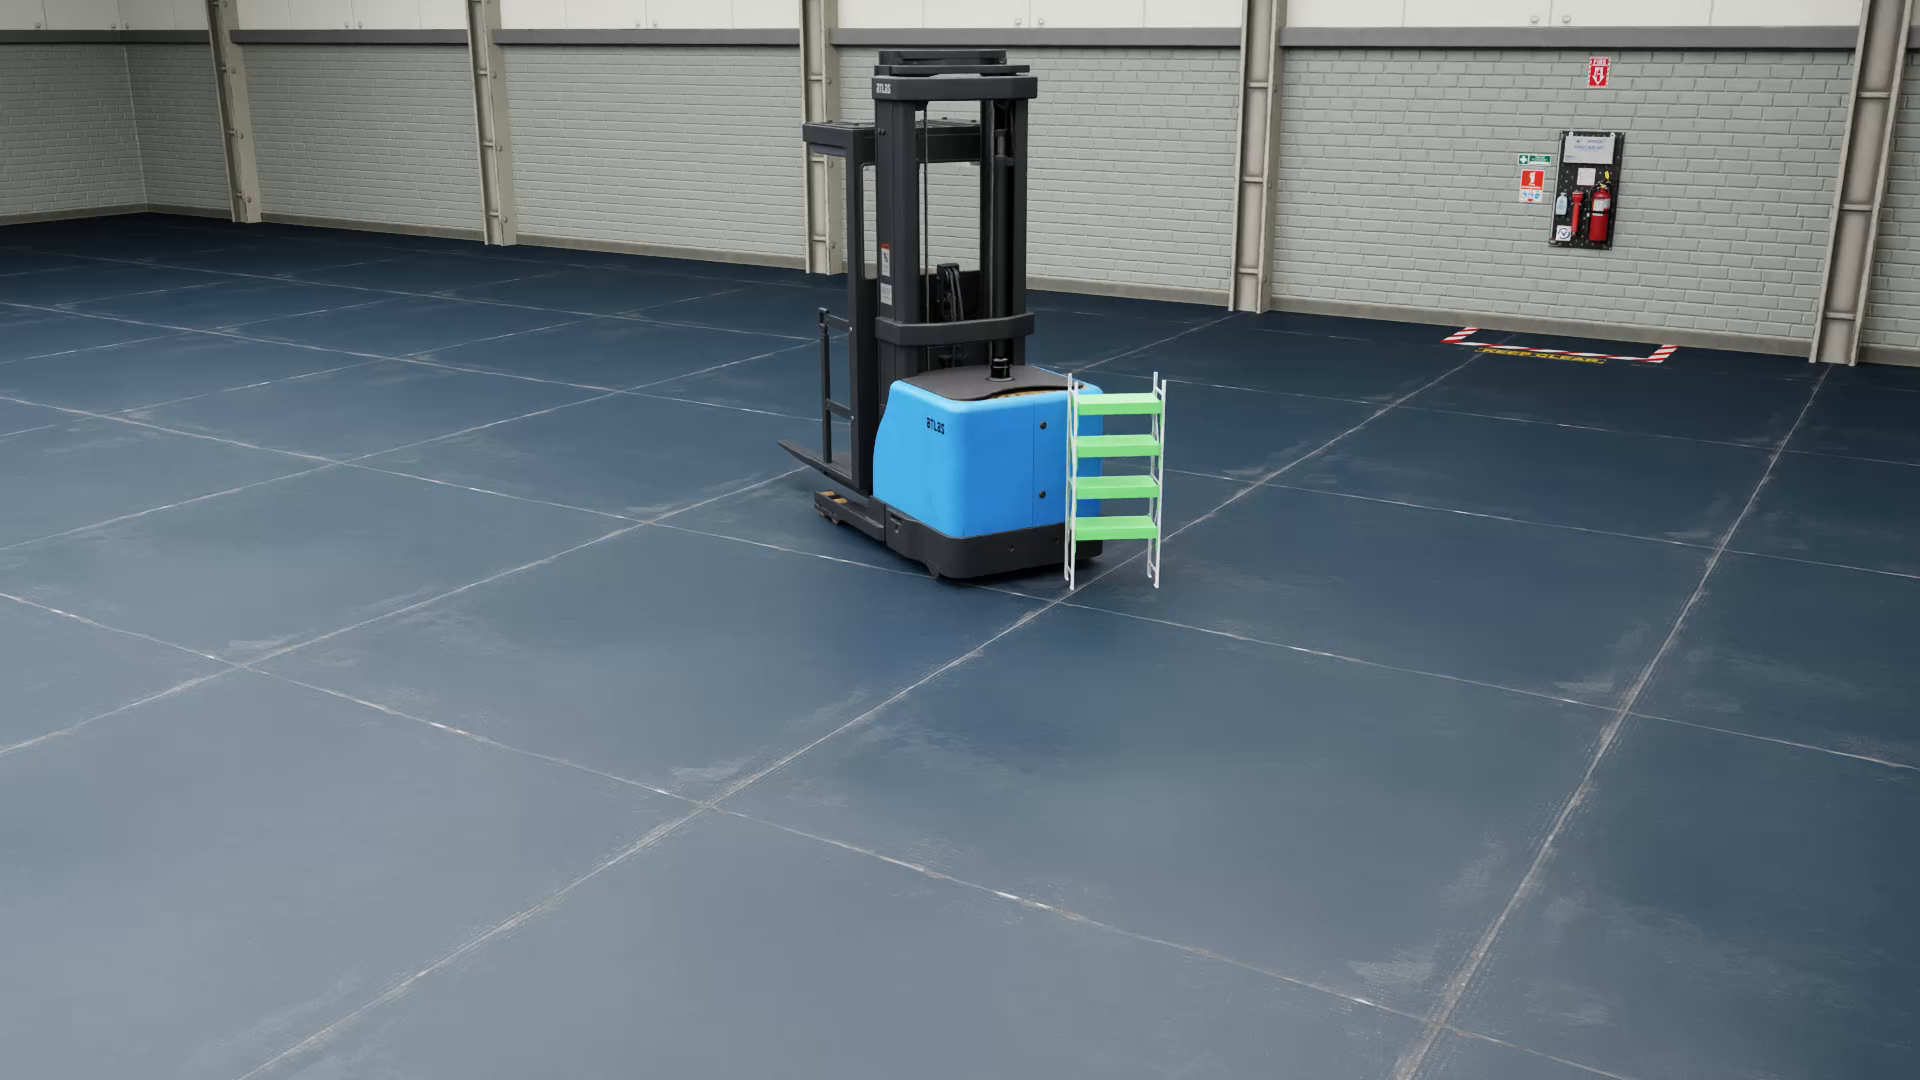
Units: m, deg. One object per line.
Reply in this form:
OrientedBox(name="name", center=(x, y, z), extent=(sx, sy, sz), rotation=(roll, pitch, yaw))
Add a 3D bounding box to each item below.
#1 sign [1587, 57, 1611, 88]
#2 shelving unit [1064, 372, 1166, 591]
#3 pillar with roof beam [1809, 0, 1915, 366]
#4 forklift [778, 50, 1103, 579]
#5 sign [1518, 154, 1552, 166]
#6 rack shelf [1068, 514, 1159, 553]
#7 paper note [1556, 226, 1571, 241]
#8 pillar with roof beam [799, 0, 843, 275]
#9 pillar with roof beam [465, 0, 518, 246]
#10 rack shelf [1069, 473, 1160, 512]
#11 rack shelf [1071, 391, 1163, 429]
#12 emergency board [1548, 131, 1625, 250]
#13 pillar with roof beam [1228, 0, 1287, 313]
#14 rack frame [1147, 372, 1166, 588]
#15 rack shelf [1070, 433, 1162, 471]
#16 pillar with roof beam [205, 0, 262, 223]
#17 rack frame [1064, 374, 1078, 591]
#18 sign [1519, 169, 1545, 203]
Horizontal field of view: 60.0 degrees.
OrientedBox(name="sign", center=(6.389, -4.677, 16.630), extent=(0.199, 0.298, 0.001), rotation=(10, 20, 30))
OrientedBox(name="shelving unit", center=(0.869, -0.329, 9.401), extent=(0.503, 1.200, 0.258), rotation=(-2, 17, -5))
OrientedBox(name="pillar with roof beam", center=(6.176, -4.961, 11.232), extent=(0.400, 9.000, 9.100), rotation=(10, 20, 30))
OrientedBox(name="forklift", center=(-0.298, -1.563, 10.482), extent=(1.130, 2.935, 3.031), rotation=(-9, 19, -27))
OrientedBox(name="sign", center=(5.926, -3.920, 17.151), extent=(0.331, 0.109, 0.001), rotation=(10, 20, 30))
OrientedBox(name="rack shelf", center=(0.869, -0.039, 9.489), extent=(0.480, 0.148, 0.258), rotation=(-2, 17, -5))
OrientedBox(name="paper note", center=(6.229, -3.165, 17.155), extent=(0.142, 0.148, 0.016), rotation=(10, 20, 30))
OrientedBox(name="pillar with roof beam", center=(-4.049, -6.787, 17.241), extent=(0.400, 9.000, 9.100), rotation=(10, 20, 30))
OrientedBox(name="pillar with roof beam", center=(-9.162, -7.699, 20.245), extent=(0.400, 9.000, 9.100), rotation=(10, 20, 30))
OrientedBox(name="rack shelf", center=(0.869, -0.268, 9.419), extent=(0.480, 0.148, 0.258), rotation=(-2, 17, -5))
OrientedBox(name="rack shelf", center=(0.869, -0.727, 9.280), extent=(0.480, 0.148, 0.258), rotation=(-2, 17, -5))
OrientedBox(name="emergency board", center=(6.344, -3.542, 16.882), extent=(0.643, 1.169, 0.194), rotation=(10, 20, 30))
OrientedBox(name="pillar with roof beam", center=(1.064, -5.874, 14.236), extent=(0.400, 9.000, 9.100), rotation=(10, 20, 30))
OrientedBox(name="rack frame", center=(1.112, -0.336, 9.424), extent=(0.015, 1.200, 0.240), rotation=(-2, 17, -5))
OrientedBox(name="rack shelf", center=(0.869, -0.498, 9.350), extent=(0.480, 0.148, 0.258), rotation=(-2, 17, -5))
OrientedBox(name="pillar with roof beam", center=(-14.274, -8.612, 23.250), extent=(0.400, 9.000, 9.100), rotation=(10, 20, 30))
OrientedBox(name="rack frame", center=(0.627, -0.322, 9.378), extent=(0.015, 1.200, 0.240), rotation=(-2, 17, -5))
OrientedBox(name="sign", center=(5.926, -3.669, 17.238), extent=(0.234, 0.329, 0.001), rotation=(10, 20, 30))
